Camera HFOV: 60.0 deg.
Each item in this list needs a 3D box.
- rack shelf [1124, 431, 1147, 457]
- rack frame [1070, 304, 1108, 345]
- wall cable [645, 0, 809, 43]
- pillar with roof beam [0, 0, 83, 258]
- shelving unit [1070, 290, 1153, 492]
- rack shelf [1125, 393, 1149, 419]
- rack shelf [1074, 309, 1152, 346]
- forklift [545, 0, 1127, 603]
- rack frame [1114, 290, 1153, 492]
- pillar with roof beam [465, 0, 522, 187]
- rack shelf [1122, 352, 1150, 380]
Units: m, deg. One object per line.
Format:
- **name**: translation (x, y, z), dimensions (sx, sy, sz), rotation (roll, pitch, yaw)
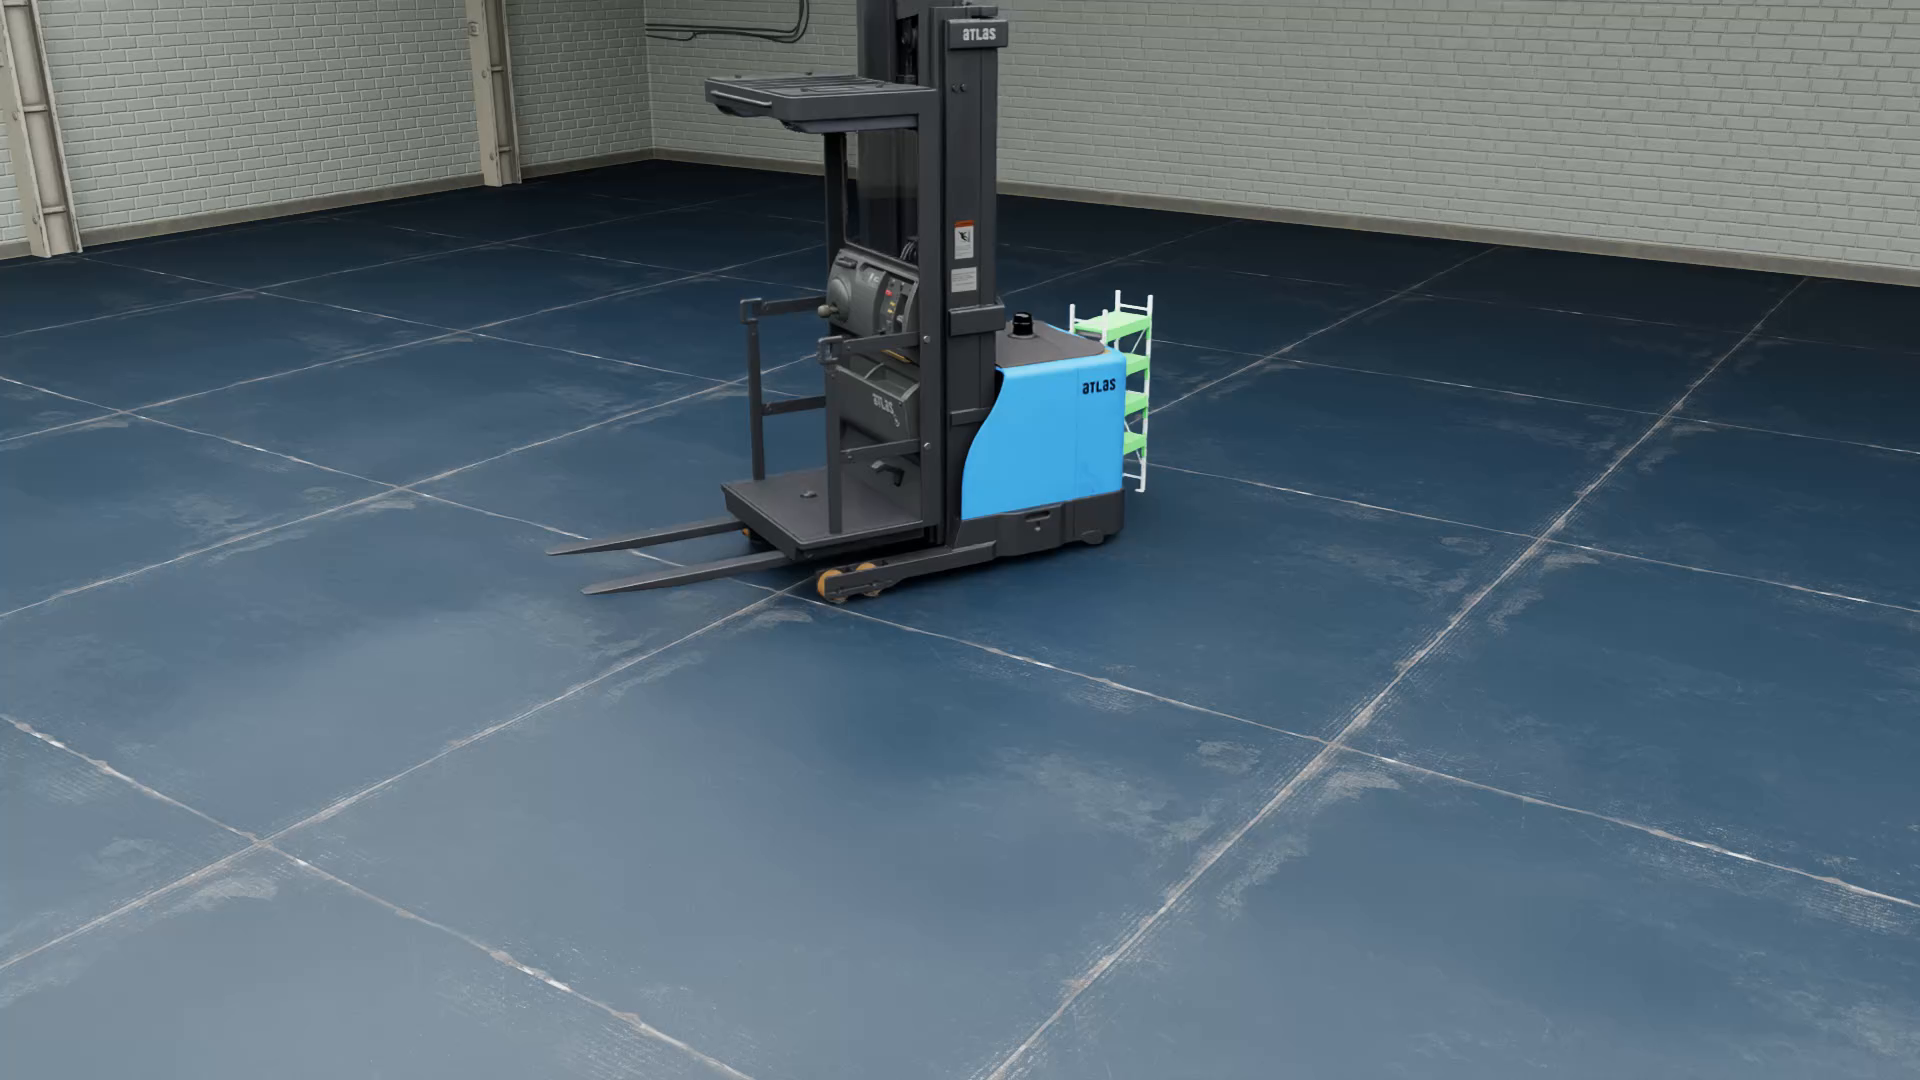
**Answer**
- **rack shelf**: translation (0.870, -0.526, 9.833), dimensions (0.258, 0.148, 0.480), rotation (15, 25, 34)
- **rack frame**: translation (0.723, -0.743, 9.544), dimensions (0.240, 1.200, 0.015), rotation (15, 25, 34)
- **wall cable**: translation (-3.303, -8.067, 22.577), dimensions (3.097, 2.526, 0.112), rotation (13, 24, 32)
- **pillar with roof beam**: translation (-5.866, -6.374, 13.527), dimensions (9.100, 9.000, 0.400), rotation (13, 24, 32)
- **shelving unit**: translation (0.870, -0.811, 9.727), dimensions (0.258, 1.200, 0.503), rotation (15, 25, 34)
- **rack shelf**: translation (0.870, -0.751, 9.749), dimensions (0.258, 0.148, 0.480), rotation (15, 25, 34)
- **rack shelf**: translation (0.870, -1.201, 9.583), dimensions (0.258, 0.148, 0.480), rotation (15, 25, 34)
- **forklift**: translation (-0.631, -1.265, 8.460), dimensions (3.031, 2.935, 1.130), rotation (-11, 23, -27)
- **rack frame**: translation (1.017, -0.878, 9.910), dimensions (0.240, 1.200, 0.015), rotation (15, 25, 34)
- **pillar with roof beam**: translation (-2.493, -8.096, 18.181), dimensions (9.100, 9.000, 0.400), rotation (13, 24, 32)
- **rack shelf**: translation (0.870, -0.976, 9.666), dimensions (0.258, 0.148, 0.480), rotation (15, 25, 34)
